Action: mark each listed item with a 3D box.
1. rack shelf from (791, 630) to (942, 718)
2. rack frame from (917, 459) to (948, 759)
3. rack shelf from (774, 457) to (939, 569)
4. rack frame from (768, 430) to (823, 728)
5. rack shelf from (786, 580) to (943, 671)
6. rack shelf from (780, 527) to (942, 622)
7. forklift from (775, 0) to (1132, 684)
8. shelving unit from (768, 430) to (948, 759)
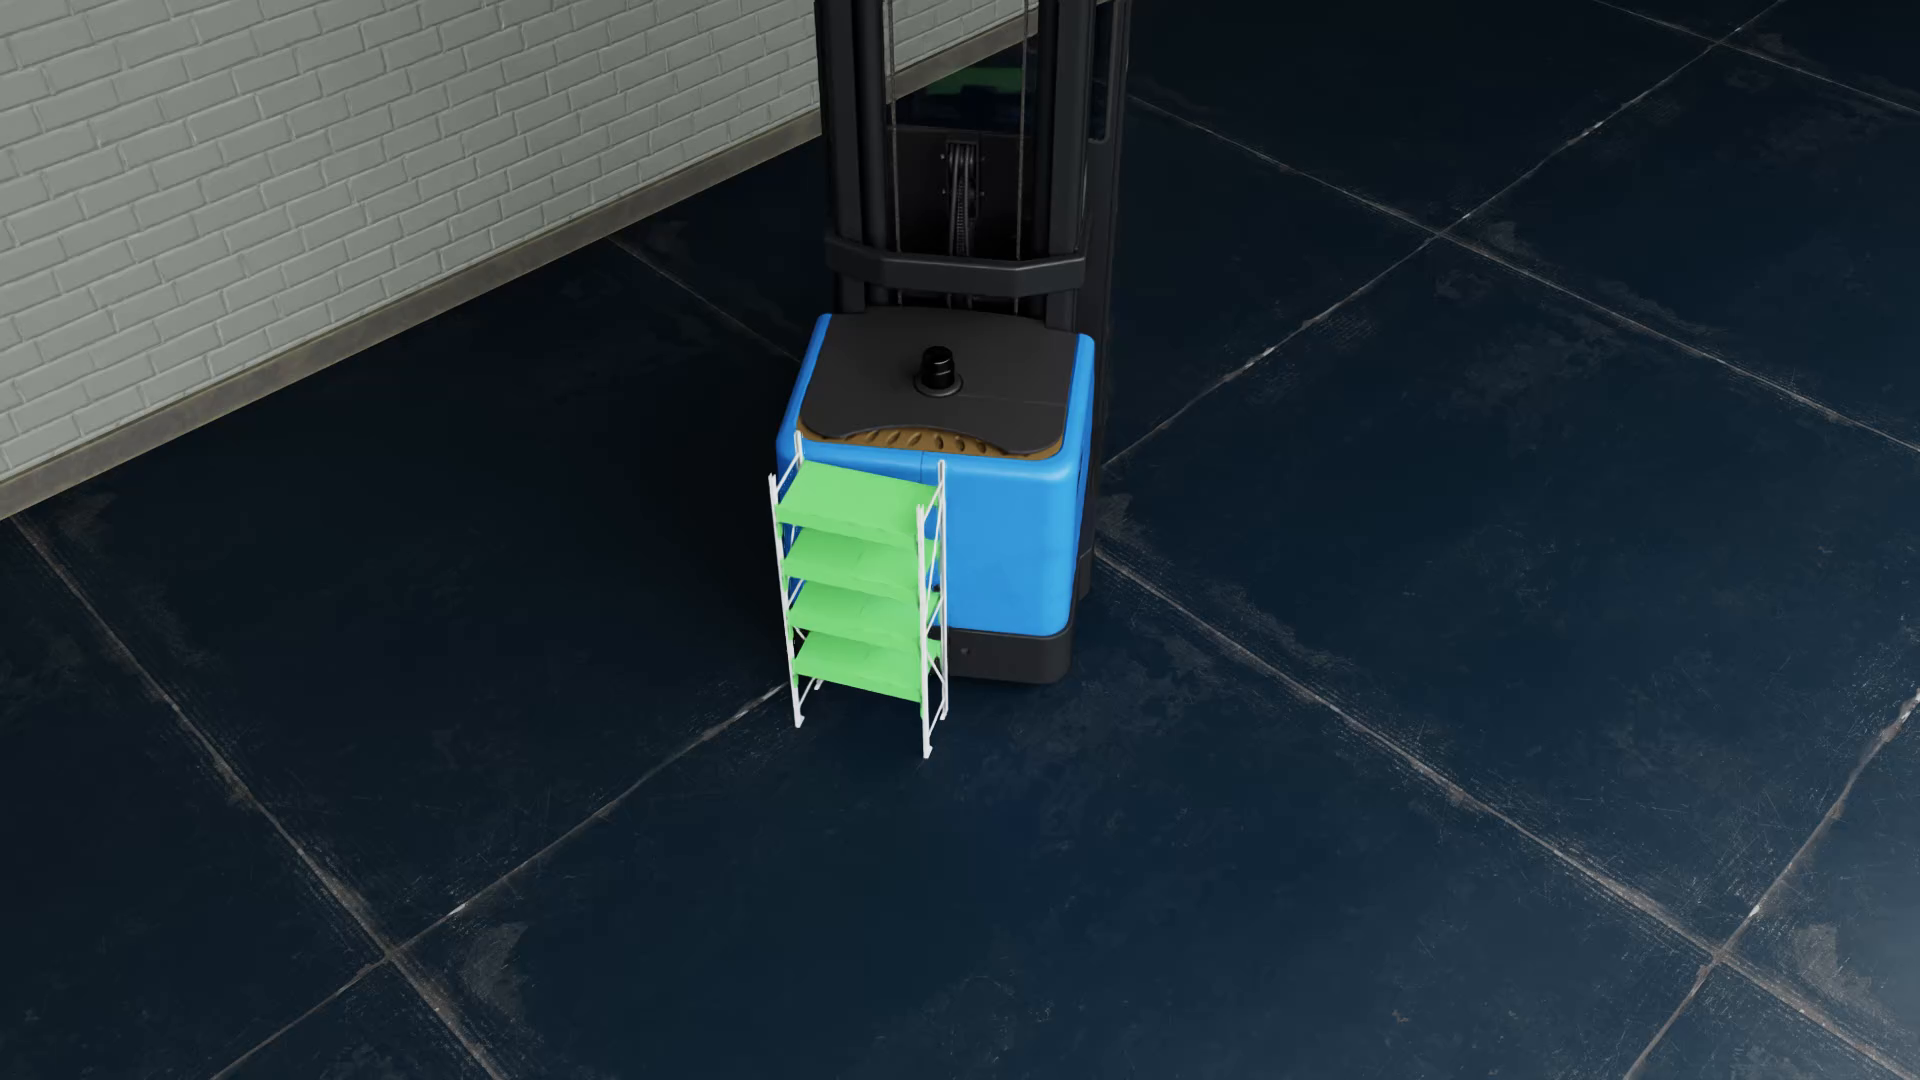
[{"bbox_3d":[-0.321,0.434,5.842,0.480,0.148,0.258,12,45,13],"label":"rack shelf"},{"bbox_3d":[-0.089,0.262,5.581,0.015,1.200,0.240,12,45,13],"label":"rack frame"},{"bbox_3d":[-0.323,-0.090,5.348,0.480,0.148,0.258,12,45,13],"label":"rack shelf"},{"bbox_3d":[-0.555,0.163,5.687,0.015,1.200,0.240,12,45,13],"label":"rack frame"},{"bbox_3d":[-0.321,0.259,5.678,0.480,0.148,0.258,12,45,13],"label":"rack shelf"},{"bbox_3d":[-0.322,0.084,5.513,0.480,0.148,0.258,12,45,13],"label":"rack shelf"},{"bbox_3d":[0.076,-1.553,6.271,1.130,2.935,3.031,5,43,6],"label":"forklift"},{"bbox_3d":[-0.322,0.213,5.634,0.503,1.200,0.258,12,45,13],"label":"shelving unit"}]
